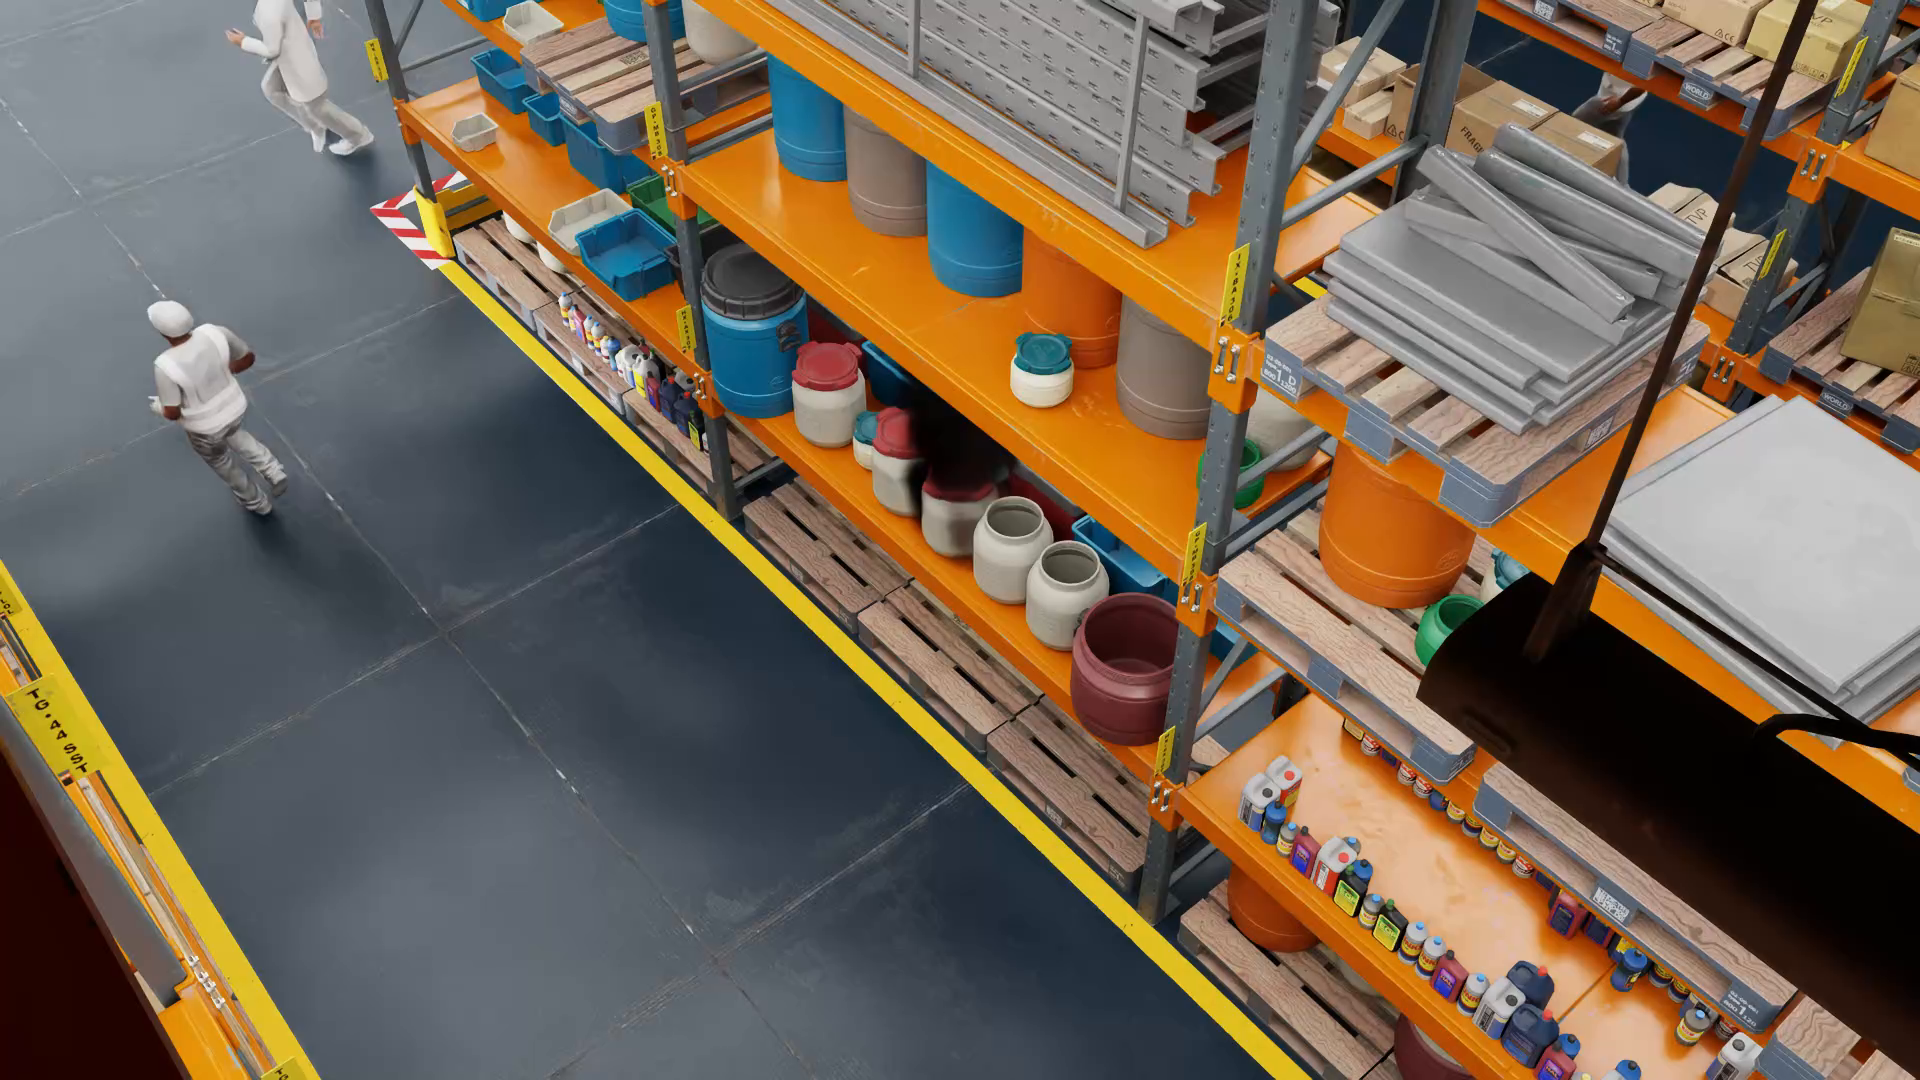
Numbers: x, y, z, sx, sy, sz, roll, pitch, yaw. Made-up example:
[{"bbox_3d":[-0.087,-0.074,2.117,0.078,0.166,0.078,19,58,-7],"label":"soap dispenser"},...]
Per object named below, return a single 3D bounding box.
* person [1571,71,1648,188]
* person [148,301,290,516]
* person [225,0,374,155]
[{"bbox_3d":[5.159,-3.496,13.085,0.673,1.746,0.678,-36,56,-29],"label":"person"},{"bbox_3d":[-4.751,-0.825,10.567,0.592,1.740,0.661,23,51,20],"label":"person"},{"bbox_3d":[-5.378,-3.872,13.431,0.858,1.737,0.751,-8,47,-8],"label":"person"}]
